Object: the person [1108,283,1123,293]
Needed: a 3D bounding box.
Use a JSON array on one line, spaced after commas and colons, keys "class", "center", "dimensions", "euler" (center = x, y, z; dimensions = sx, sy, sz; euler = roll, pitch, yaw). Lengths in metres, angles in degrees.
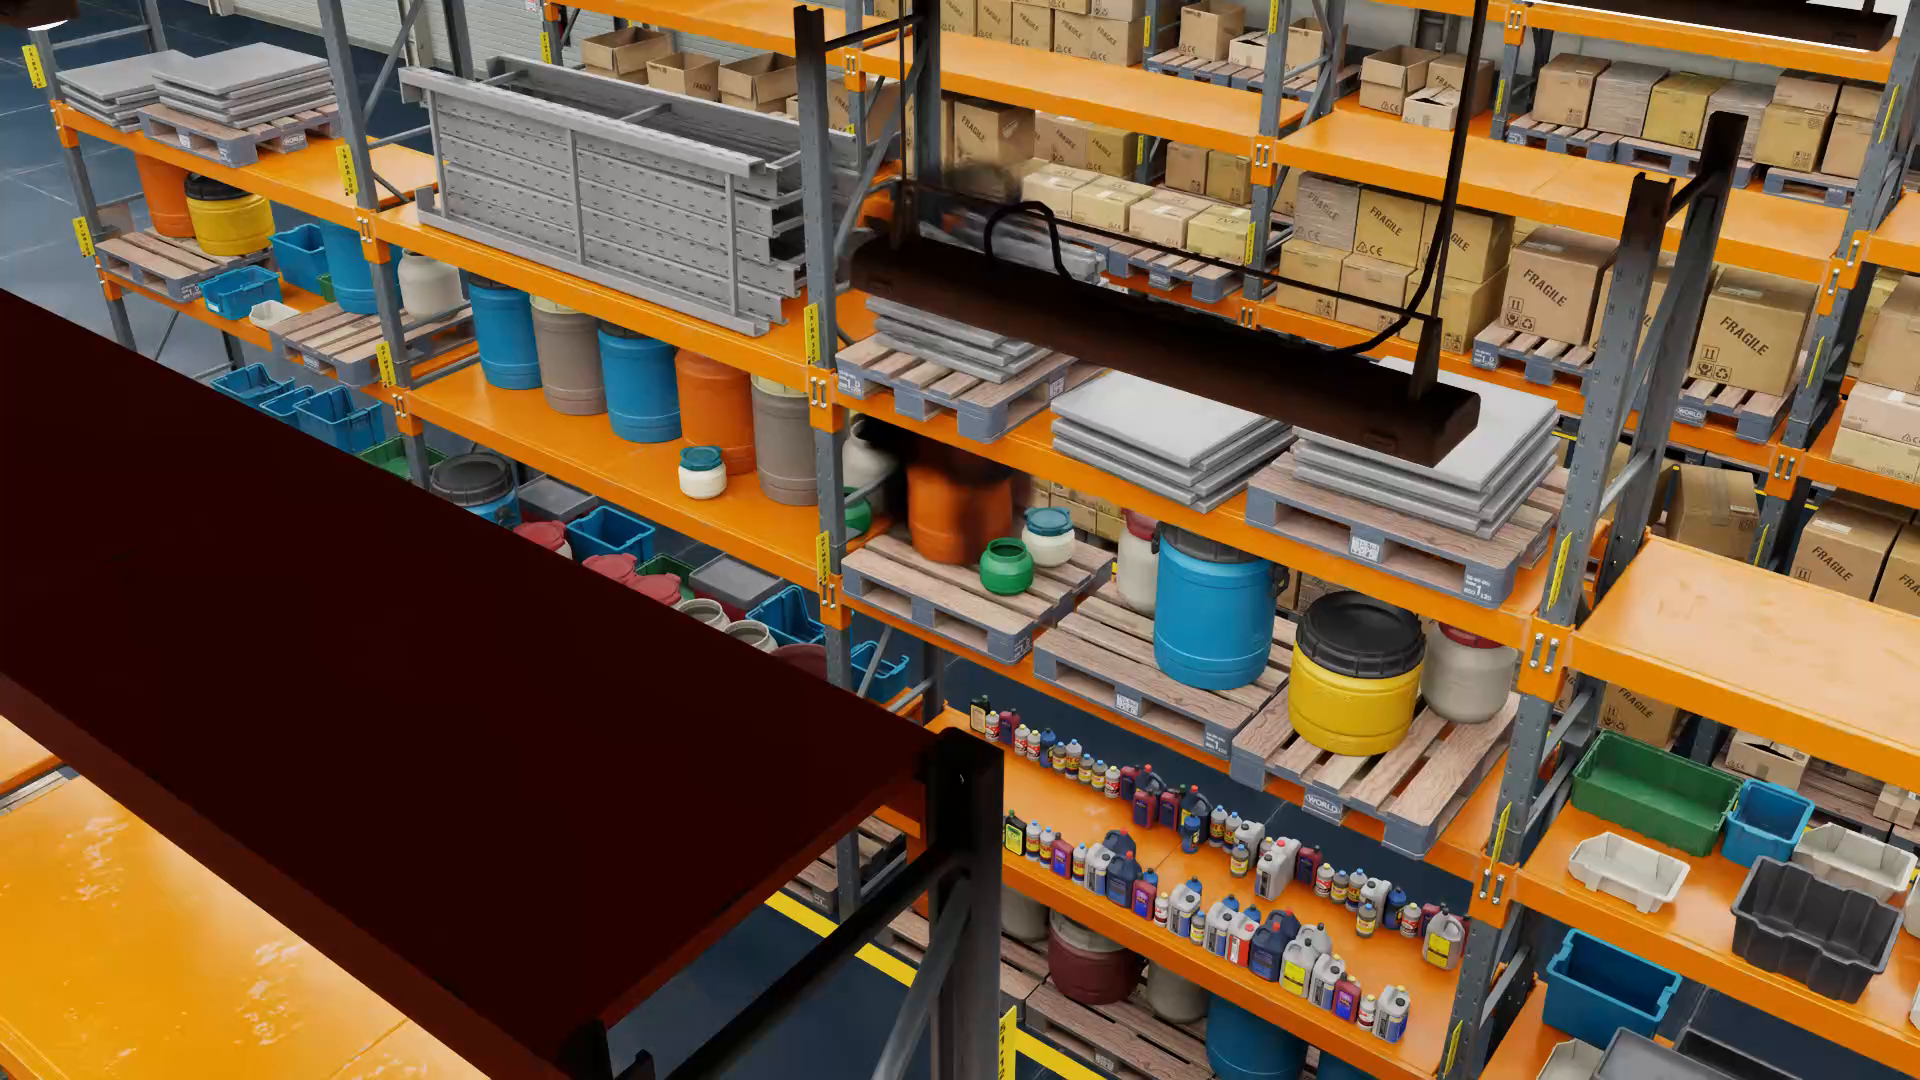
[{"class": "person", "center": [1.664, -2.604, 17.888], "dimensions": [0.902, 1.739, 0.690], "euler": [5, 32, 8]}]
